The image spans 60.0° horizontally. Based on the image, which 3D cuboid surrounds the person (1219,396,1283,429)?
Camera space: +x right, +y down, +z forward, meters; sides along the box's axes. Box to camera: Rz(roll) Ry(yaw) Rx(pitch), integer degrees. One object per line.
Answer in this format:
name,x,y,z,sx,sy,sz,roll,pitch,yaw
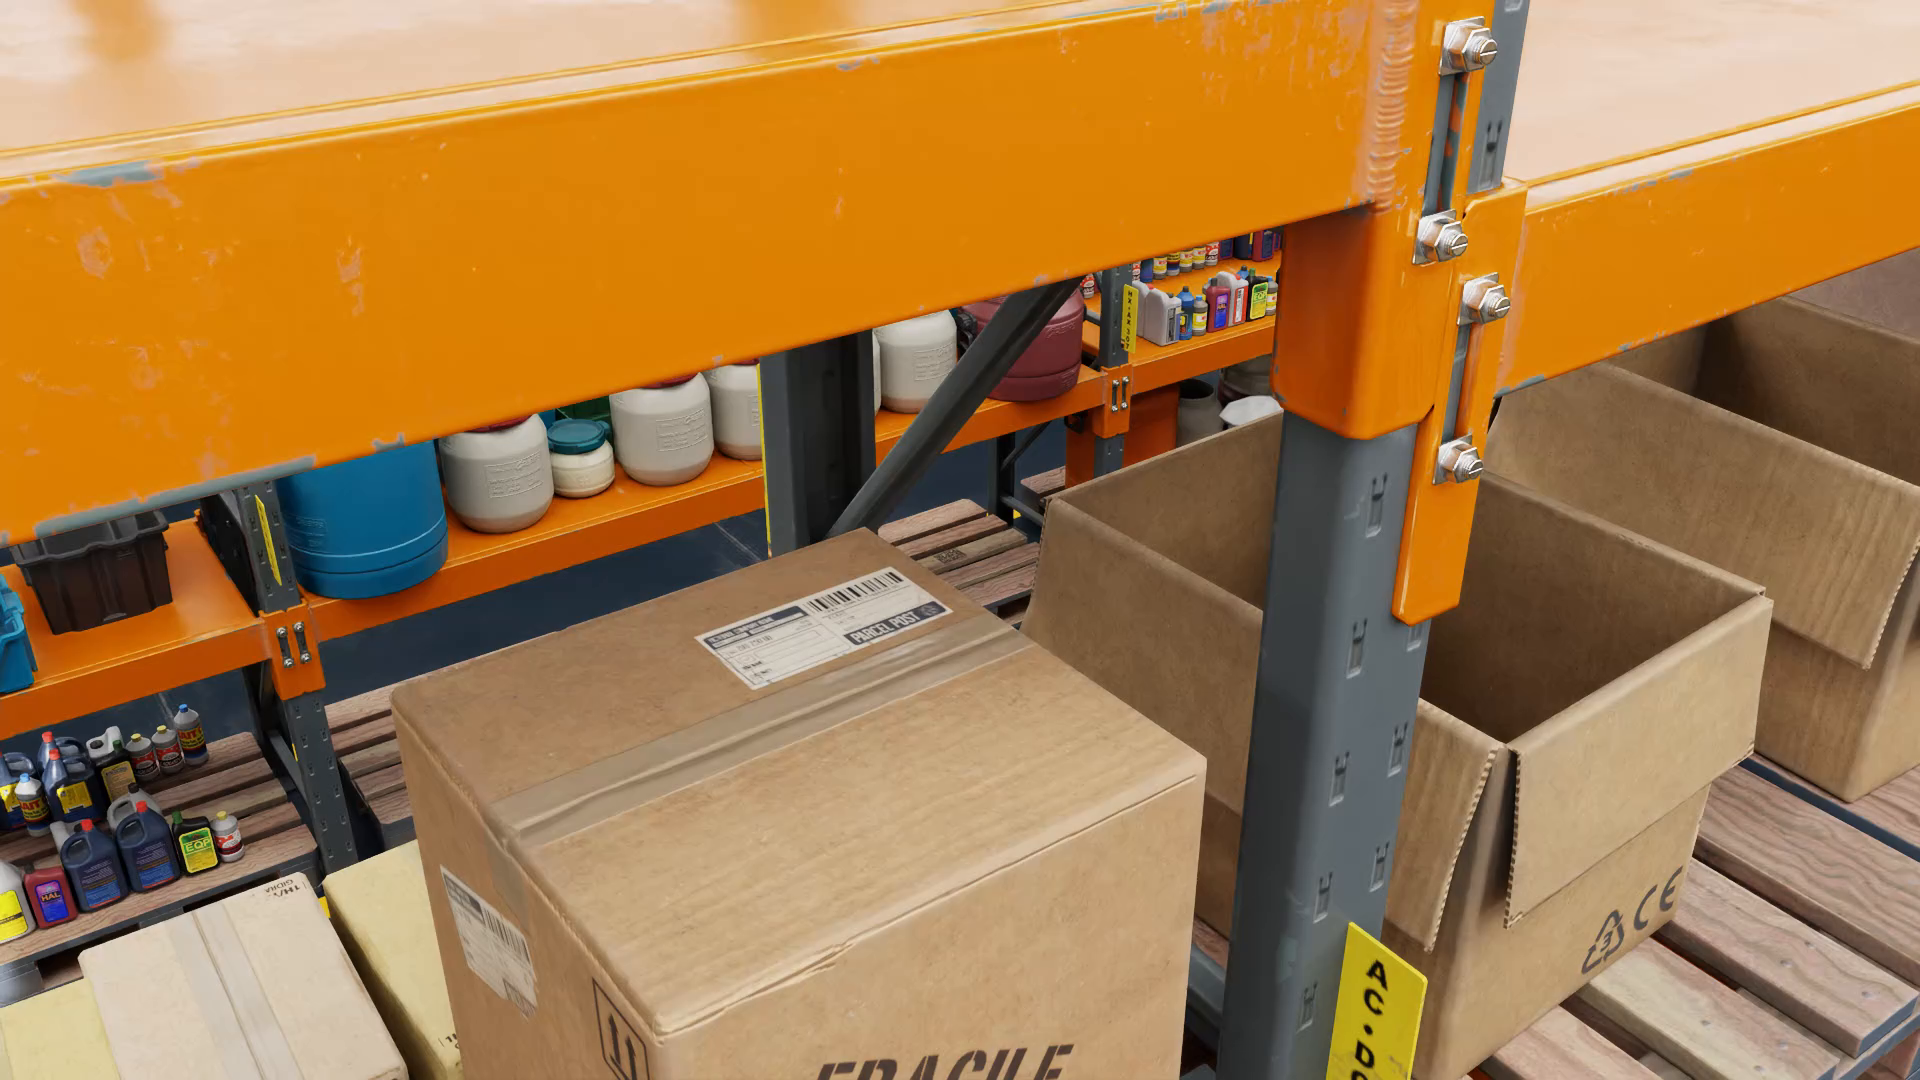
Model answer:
person,1.199,0.190,7.275,0.392,1.663,0.528,-20,35,-32
